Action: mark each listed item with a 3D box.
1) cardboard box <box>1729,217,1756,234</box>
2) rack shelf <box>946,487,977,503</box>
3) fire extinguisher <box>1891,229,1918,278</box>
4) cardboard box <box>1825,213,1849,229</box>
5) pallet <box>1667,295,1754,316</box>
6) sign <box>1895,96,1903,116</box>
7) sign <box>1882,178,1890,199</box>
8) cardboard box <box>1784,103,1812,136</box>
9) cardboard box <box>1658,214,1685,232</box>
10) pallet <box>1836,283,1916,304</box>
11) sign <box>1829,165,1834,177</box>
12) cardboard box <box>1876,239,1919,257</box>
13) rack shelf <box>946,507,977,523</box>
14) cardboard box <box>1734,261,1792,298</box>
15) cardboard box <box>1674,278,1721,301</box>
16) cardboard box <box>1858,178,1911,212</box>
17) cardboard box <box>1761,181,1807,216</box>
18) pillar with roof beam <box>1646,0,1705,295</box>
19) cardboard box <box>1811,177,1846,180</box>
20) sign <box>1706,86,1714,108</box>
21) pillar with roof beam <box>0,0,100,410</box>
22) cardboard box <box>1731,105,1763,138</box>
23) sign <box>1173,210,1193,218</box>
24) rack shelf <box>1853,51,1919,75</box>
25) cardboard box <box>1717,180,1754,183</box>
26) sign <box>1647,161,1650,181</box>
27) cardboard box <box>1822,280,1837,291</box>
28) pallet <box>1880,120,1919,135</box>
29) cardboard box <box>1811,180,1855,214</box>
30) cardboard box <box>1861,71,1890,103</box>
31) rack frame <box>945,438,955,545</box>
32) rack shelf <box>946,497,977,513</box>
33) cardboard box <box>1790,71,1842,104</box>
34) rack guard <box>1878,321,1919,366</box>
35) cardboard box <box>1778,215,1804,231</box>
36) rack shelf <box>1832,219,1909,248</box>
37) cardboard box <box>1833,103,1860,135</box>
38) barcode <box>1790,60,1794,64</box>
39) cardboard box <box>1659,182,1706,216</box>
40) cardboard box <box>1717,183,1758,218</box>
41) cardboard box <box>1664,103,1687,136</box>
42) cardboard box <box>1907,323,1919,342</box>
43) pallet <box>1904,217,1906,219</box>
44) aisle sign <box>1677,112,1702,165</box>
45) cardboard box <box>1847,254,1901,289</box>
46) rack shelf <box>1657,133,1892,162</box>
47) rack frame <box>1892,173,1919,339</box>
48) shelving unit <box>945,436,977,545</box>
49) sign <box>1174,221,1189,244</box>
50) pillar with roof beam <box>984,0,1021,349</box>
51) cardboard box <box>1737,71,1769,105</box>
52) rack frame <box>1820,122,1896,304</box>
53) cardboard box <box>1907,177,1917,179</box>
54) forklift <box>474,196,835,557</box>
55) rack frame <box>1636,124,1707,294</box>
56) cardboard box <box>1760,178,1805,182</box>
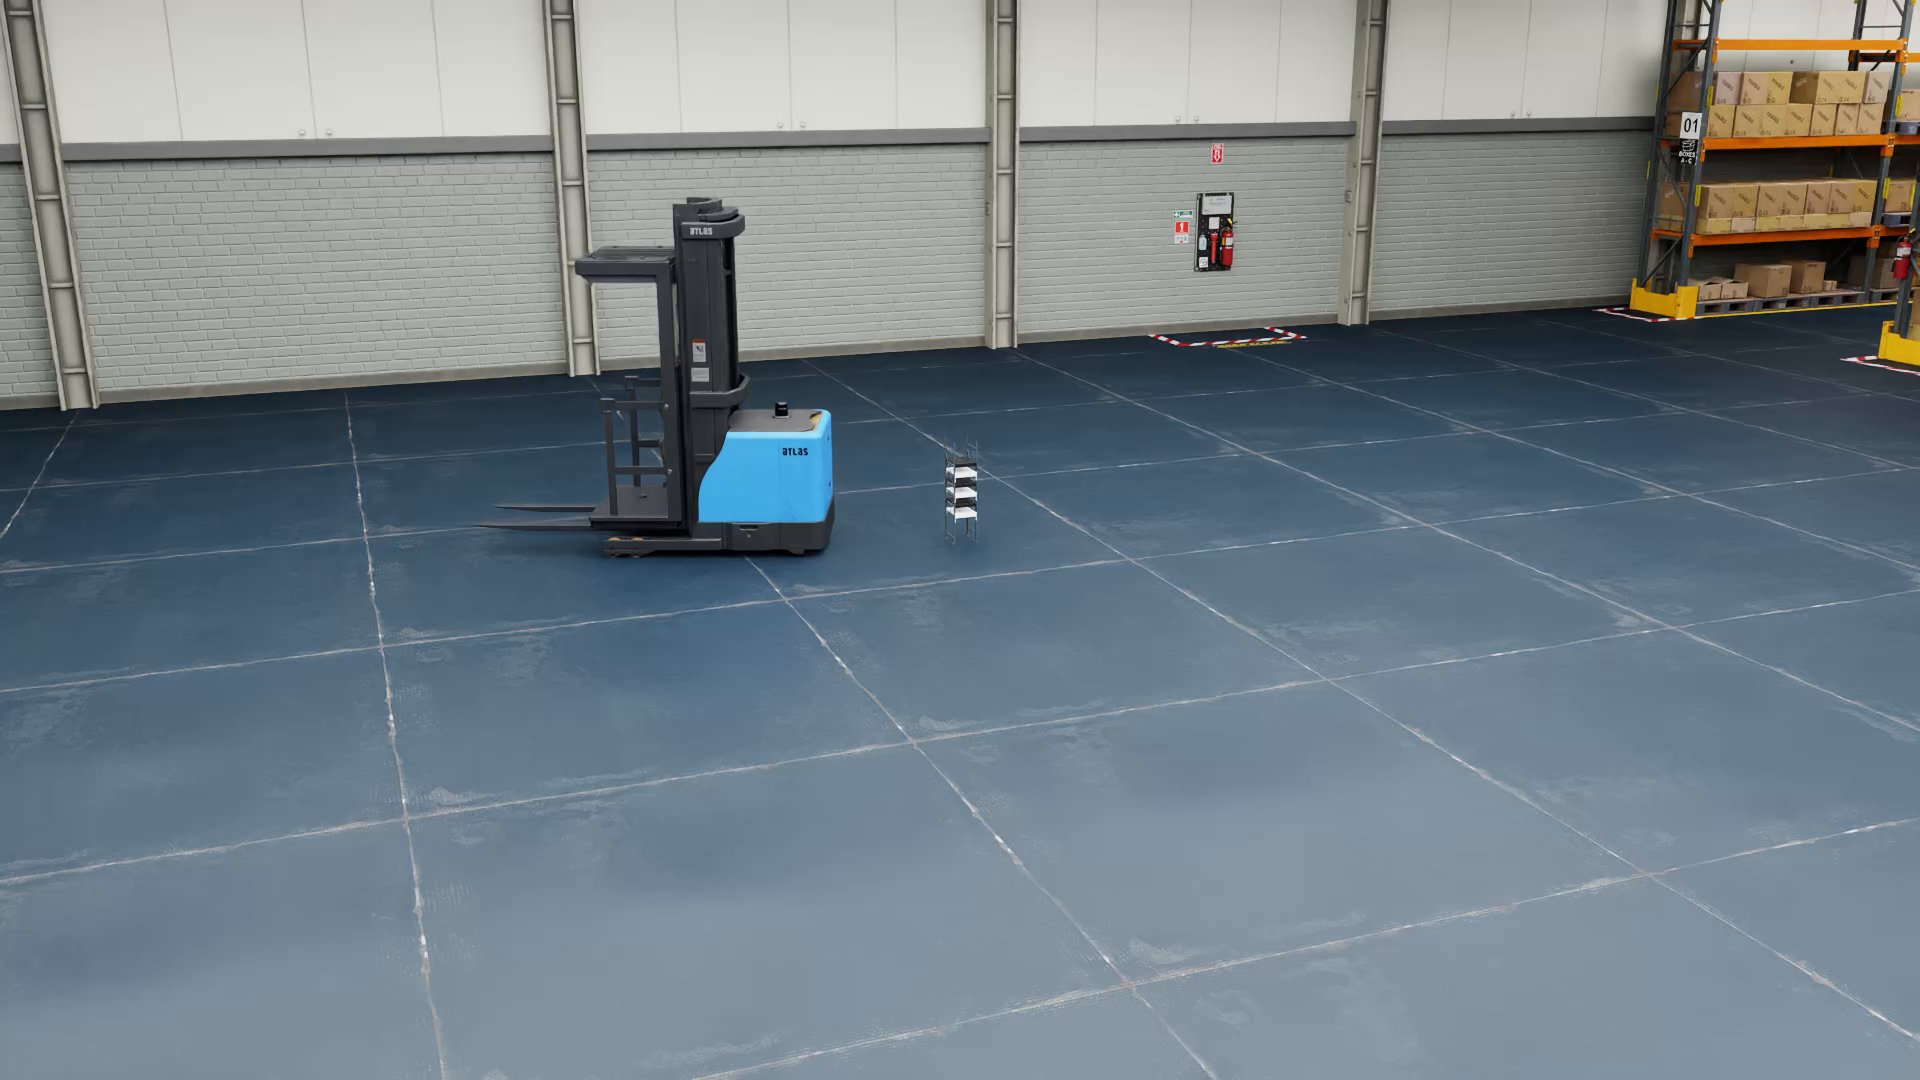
[{"bbox_3d":[12.505,-5.127,26.965,0.500,0.250,0.500,-7,18,-22],"label":"cardboard box"},{"bbox_3d":[0.008,-0.401,14.484,0.200,0.077,0.258,-6,17,-20],"label":"rack shelf"},{"bbox_3d":[12.955,-3.938,22.822,0.183,0.674,0.296,-6,17,-20],"label":"fire extinguisher"},{"bbox_3d":[14.389,-5.333,27.666,0.500,0.250,0.500,-6,17,-20],"label":"cardboard box"},{"bbox_3d":[12.298,-3.910,27.539,1.213,0.211,1.003,-6,17,-20],"label":"pallet"},{"bbox_3d":[15.392,-7.116,27.267,0.005,0.325,0.100,-6,17,-20],"label":"sign"},{"bbox_3d":[15.392,-5.844,27.640,0.005,0.325,0.100,-6,17,-20],"label":"sign"},{"bbox_3d":[13.348,-6.790,26.861,0.500,0.500,0.500,-5,17,-17],"label":"cardboard box"},{"bbox_3d":[11.823,-5.204,27.225,0.500,0.250,0.500,-6,17,-19],"label":"cardboard box"},{"bbox_3d":[15.917,-4.312,28.907,1.213,0.211,1.003,-6,17,-20],"label":"pallet"},{"bbox_3d":[14.989,-6.272,28.579,0.005,0.325,0.100,-6,17,-20],"label":"sign"},{"bbox_3d":[16.282,-5.067,28.852,0.500,0.250,0.500,-7,18,-21],"label":"cardboard box"},{"bbox_3d":[0.008,-0.228,14.534,0.200,0.077,0.258,-6,17,-20],"label":"rack shelf"},{"bbox_3d":[13.369,-4.344,27.723,0.500,0.500,0.700,-7,18,-24],"label":"cardboard box"},{"bbox_3d":[12.134,-4.135,27.346,0.500,0.311,0.500,-8,18,-26],"label":"cardboard box"},{"bbox_3d":[15.678,-5.873,28.314,0.500,0.500,0.700,-6,17,-20],"label":"cardboard box"},{"bbox_3d":[13.436,-5.587,27.200,0.500,0.500,0.500,-6,17,-18],"label":"cardboard box"},{"bbox_3d":[13.340,-7.212,23.186,0.400,9.000,9.100,-6,17,-20],"label":"pillar with roof beam"},{"bbox_3d":[14.677,-5.876,28.184,0.500,0.500,0.500,-7,18,-21],"label":"cardboard box"},{"bbox_3d":[11.650,-6.884,25.841,0.005,0.325,0.100,-6,17,-20],"label":"sign"},{"bbox_3d":[-9.071,-4.792,14.946,0.400,9.000,9.100,-6,17,-20],"label":"pillar with roof beam"},{"bbox_3d":[12.371,-6.677,26.476,0.500,0.500,0.500,-5,17,-16],"label":"cardboard box"},{"bbox_3d":[3.330,-4.863,24.830,0.331,0.109,0.001,-6,17,-20],"label":"sign"},{"bbox_3d":[17.058,-8.114,28.245,4.000,0.370,1.077,-6,17,-20],"label":"rack shelf"},{"bbox_3d":[12.774,-5.670,27.483,0.500,0.500,0.500,-7,18,-22],"label":"cardboard box"},{"bbox_3d":[11.276,-6.023,27.169,0.005,0.325,0.100,-6,17,-20],"label":"sign"},{"bbox_3d":[14.702,-4.361,28.373,0.250,0.166,0.380,-9,18,-27],"label":"cardboard box"},{"bbox_3d":[15.805,-6.954,27.966,1.003,0.211,1.213,-6,17,-20],"label":"pallet"},{"bbox_3d":[14.396,-5.688,27.543,0.500,0.500,0.500,-6,17,-20],"label":"cardboard box"},{"bbox_3d":[14.820,-7.426,27.251,0.500,0.500,0.500,-8,18,-25],"label":"cardboard box"},{"bbox_3d":[-0.087,-0.422,14.439,0.006,0.900,0.240,-6,17,-20],"label":"rack frame"},{"bbox_3d":[0.008,-0.314,14.509,0.200,0.077,0.258,-6,17,-20],"label":"rack shelf"},{"bbox_3d":[13.828,-7.312,26.864,0.500,0.500,0.500,-7,18,-22],"label":"cardboard box"},{"bbox_3d":[13.209,-2.663,22.780,0.348,0.500,1.175,-6,17,-20],"label":"rack guard"},{"bbox_3d":[13.455,-5.227,27.306,0.500,0.250,0.500,-6,17,-20],"label":"cardboard box"},{"bbox_3d":[17.058,-5.428,29.034,4.000,0.370,1.077,-6,17,-20],"label":"rack shelf"},{"bbox_3d":[14.331,-6.904,27.249,0.500,0.500,0.500,-8,18,-25],"label":"cardboard box"},{"bbox_3d":[13.739,-7.895,27.464,0.075,0.075,0.001,-6,17,-20],"label":"barcode"},{"bbox_3d":[11.820,-5.569,27.138,0.500,0.500,0.500,-6,18,-21],"label":"cardboard box"},{"bbox_3d":[12.474,-5.482,26.841,0.500,0.500,0.500,-6,17,-20],"label":"cardboard box"},{"bbox_3d":[11.755,-6.773,26.803,0.500,0.500,0.500,-5,17,-16],"label":"cardboard box"},{"bbox_3d":[13.627,-2.879,23.213,0.500,0.250,0.500,-6,17,-20],"label":"cardboard box"},{"bbox_3d":[17.092,-5.672,28.930,1.213,0.211,1.003,-6,17,-20],"label":"pallet"},{"bbox_3d":[11.496,-6.329,26.213,0.004,0.787,0.394,-6,17,-20],"label":"aisle sign"},{"bbox_3d":[15.872,-4.661,28.804,0.500,0.500,0.700,-6,17,-18],"label":"cardboard box"},{"bbox_3d":[13.323,-6.464,27.238,4.000,0.370,1.077,-6,17,-20],"label":"rack shelf"},{"bbox_3d":[13.231,-3.865,22.436,0.127,3.000,1.000,-6,17,-20],"label":"rack frame"},{"bbox_3d":[0.008,-0.433,14.474,0.210,0.900,0.258,-6,17,-20],"label":"shelving unit"},{"bbox_3d":[3.322,-4.610,24.911,0.234,0.329,0.001,-6,17,-20],"label":"sign"},{"bbox_3d":[2.135,-6.002,19.066,0.400,9.000,9.100,-6,17,-20],"label":"pillar with roof beam"},{"bbox_3d":[12.389,-7.157,26.334,0.500,0.500,0.500,-6,18,-21],"label":"cardboard box"},{"bbox_3d":[15.191,-5.571,28.246,0.127,3.000,1.000,-6,17,-20],"label":"rack frame"},{"bbox_3d":[16.806,-6.002,28.754,0.500,0.500,0.700,-4,17,-12],"label":"cardboard box"},{"bbox_3d":[-2.647,-1.408,14.191,3.031,2.935,1.130,0,16,1],"label":"forklift"},{"bbox_3d":[11.455,-5.168,26.873,0.127,3.000,1.000,-6,17,-20],"label":"rack frame"},{"bbox_3d":[13.725,-5.776,27.844,0.500,0.500,0.500,-6,17,-19],"label":"cardboard box"}]
